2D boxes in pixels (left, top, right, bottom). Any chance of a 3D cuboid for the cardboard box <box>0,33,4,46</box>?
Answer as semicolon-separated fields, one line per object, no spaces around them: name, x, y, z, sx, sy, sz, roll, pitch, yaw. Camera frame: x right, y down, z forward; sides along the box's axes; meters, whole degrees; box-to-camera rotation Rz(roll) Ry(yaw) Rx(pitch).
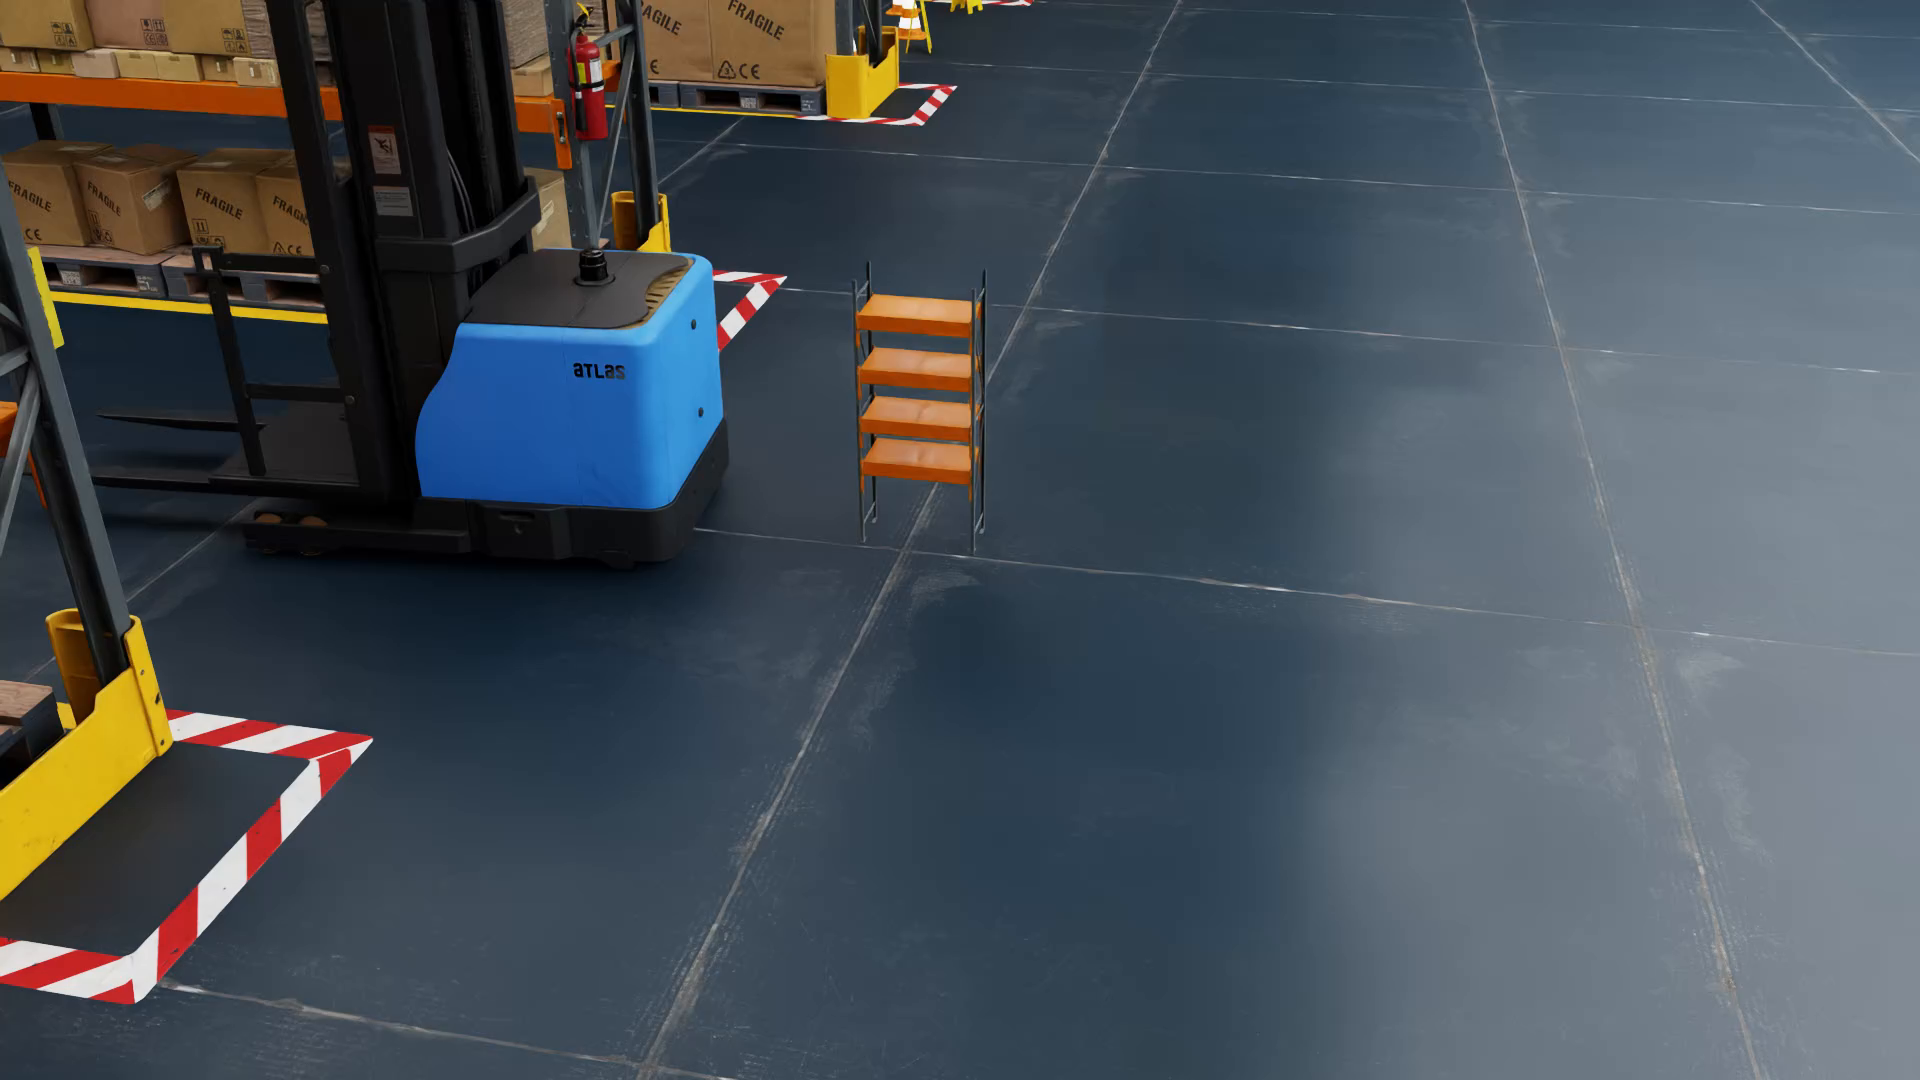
cardboard box;-5.449;-3.195;9.549;0.500;0.500;0.875;6;29;11

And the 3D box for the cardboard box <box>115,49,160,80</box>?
cardboard box;-4.501;-2.708;9.335;0.250;0.149;0.380;6;29;11

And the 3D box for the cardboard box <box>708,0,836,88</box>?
cardboard box;-1.507;-4.302;13.760;0.875;0.875;0.875;6;29;11

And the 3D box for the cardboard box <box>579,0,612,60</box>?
cardboard box;-3.259;-4.482;14.088;0.875;0.875;0.875;6;29;11

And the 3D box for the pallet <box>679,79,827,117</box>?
pallet;-1.628;-3.833;14.032;1.213;0.211;1.003;6;29;11

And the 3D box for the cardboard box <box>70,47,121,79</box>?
cardboard box;-4.754;-2.714;9.345;0.250;0.149;0.380;6;29;11

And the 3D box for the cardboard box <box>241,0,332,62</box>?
cardboard box;-3.491;-3.001;9.193;0.500;0.500;0.875;6;29;11

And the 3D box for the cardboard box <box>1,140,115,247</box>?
cardboard box;-5.493;-2.124;10.172;0.500;0.500;0.500;5;29;9

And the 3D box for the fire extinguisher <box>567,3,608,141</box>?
fire extinguisher;-1.949;-2.432;8.649;0.183;0.674;0.296;6;29;11

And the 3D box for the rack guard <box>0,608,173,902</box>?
rack guard;-3.083;0.743;5.372;0.348;0.500;1.175;6;29;11

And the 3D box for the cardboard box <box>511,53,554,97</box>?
cardboard box;-2.286;-2.515;8.983;0.250;0.149;0.380;6;29;11

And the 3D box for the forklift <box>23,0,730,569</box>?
forklift;-3.064;-5.812;14.814;6.136;2.935;18.991;3;29;6

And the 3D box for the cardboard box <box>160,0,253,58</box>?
cardboard box;-3.977;-3.056;9.295;0.500;0.500;0.875;6;29;11

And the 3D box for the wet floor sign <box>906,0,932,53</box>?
wet floor sign;-0.388;-4.907;15.542;0.232;0.644;0.267;1;29;2

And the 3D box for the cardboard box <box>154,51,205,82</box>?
cardboard box;-4.259;-2.678;9.279;0.250;0.149;0.380;6;29;11

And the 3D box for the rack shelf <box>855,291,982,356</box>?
rack shelf;-0.162;-0.888;6.803;0.480;0.148;0.258;6;29;11

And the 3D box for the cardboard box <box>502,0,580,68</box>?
cardboard box;-2.497;-2.936;9.076;0.500;0.500;0.875;6;29;11

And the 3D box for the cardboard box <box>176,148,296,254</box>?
cardboard box;-4.308;-2.045;10.027;0.500;0.500;0.500;3;29;6

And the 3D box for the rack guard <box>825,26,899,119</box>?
rack guard;-0.806;-3.914;13.879;0.348;0.500;1.175;6;29;11

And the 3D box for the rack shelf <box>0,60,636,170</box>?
rack shelf;-3.920;-2.579;9.586;4.000;0.370;1.077;6;29;11

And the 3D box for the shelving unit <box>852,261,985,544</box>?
shelving unit;-0.164;-0.543;6.993;0.499;1.200;0.258;6;29;11

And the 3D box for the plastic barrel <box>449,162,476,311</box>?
plastic barrel;-7.069;-0.816;6.769;9.757;1.474;2.736;6;29;11

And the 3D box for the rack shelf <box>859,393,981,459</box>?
rack shelf;-0.162;-0.484;7.024;0.480;0.148;0.258;6;29;11

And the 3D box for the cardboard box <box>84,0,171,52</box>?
cardboard box;-4.457;-3.126;9.422;0.500;0.500;0.875;6;29;11

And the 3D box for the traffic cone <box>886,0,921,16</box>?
traffic cone;-0.585;-5.673;17.129;0.334;0.463;0.336;6;29;11

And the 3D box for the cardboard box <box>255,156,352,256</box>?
cardboard box;-3.772;-1.968;9.886;0.500;0.500;0.500;9;30;15

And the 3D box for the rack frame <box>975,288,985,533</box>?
rack frame;0.077;-0.519;6.948;0.006;1.046;0.228;6;29;11

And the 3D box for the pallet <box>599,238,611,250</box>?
pallet;-2.826;-1.577;9.910;1.213;0.211;1.003;6;29;11

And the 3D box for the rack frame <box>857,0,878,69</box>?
rack frame;-0.831;-5.012;13.281;0.053;2.616;0.949;6;29;11

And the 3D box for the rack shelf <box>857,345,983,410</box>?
rack shelf;-0.162;-0.680;6.917;0.480;0.148;0.258;6;29;11

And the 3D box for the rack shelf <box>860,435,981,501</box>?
rack shelf;-0.162;-0.310;7.120;0.480;0.148;0.258;6;29;11

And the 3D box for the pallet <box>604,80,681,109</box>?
pallet;-2.818;-3.957;14.258;1.213;0.211;1.003;6;29;11

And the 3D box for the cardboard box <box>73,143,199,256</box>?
cardboard box;-4.932;-2.070;10.073;0.500;0.500;0.500;16;32;26

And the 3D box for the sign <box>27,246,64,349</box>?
sign;-2.880;-0.747;5.203;0.005;0.325;0.100;6;29;11

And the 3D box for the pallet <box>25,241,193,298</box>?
pallet;-5.212;-1.821;10.357;1.213;0.211;1.003;6;29;11

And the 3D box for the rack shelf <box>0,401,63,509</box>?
rack shelf;-4.955;-0.253;5.338;4.000;0.370;1.077;6;29;11

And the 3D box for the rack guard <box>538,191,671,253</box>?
rack guard;-2.039;-1.605;9.661;0.348;0.500;1.175;6;29;11

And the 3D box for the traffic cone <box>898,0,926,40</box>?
traffic cone;-0.484;-5.117;16.115;0.334;0.463;0.336;6;29;11

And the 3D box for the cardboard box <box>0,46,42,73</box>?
cardboard box;-5.237;-2.779;9.464;0.250;0.149;0.380;6;29;11

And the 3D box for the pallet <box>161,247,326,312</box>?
pallet;-4.015;-1.700;10.135;1.213;0.211;1.003;6;29;11

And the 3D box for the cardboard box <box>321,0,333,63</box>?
cardboard box;-3.011;-2.930;9.065;0.500;0.500;0.875;6;29;11

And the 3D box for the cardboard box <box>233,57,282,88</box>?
cardboard box;-3.775;-2.617;9.167;0.250;0.149;0.380;6;29;11

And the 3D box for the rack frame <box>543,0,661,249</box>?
rack frame;-1.964;-2.694;9.047;0.127;3.000;1.000;6;29;11

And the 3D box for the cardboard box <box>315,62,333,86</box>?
cardboard box;-3.512;-2.633;9.198;0.250;0.149;0.380;6;29;11

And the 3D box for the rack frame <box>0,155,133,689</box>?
rack frame;-2.999;-0.368;4.798;0.127;3.000;1.000;6;29;11

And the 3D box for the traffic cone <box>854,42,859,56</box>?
traffic cone;-1.053;-4.621;15.208;0.334;0.463;0.336;6;29;11

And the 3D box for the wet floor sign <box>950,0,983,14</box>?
wet floor sign;0.067;-5.794;17.161;0.232;0.644;0.267;17;33;28

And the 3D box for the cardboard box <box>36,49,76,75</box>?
cardboard box;-4.990;-2.758;9.426;0.250;0.149;0.380;6;29;11

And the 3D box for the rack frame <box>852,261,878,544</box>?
rack frame;-0.401;-0.567;7.037;0.015;1.200;0.240;6;29;11

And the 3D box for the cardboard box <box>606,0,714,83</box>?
cardboard box;-2.368;-4.390;13.920;0.875;0.875;0.875;5;29;10

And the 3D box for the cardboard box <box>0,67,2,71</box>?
cardboard box;-5.487;-2.791;9.486;0.250;0.149;0.380;6;29;11

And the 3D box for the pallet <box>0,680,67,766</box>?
pallet;-3.876;0.786;5.595;1.213;0.211;1.003;6;29;11
